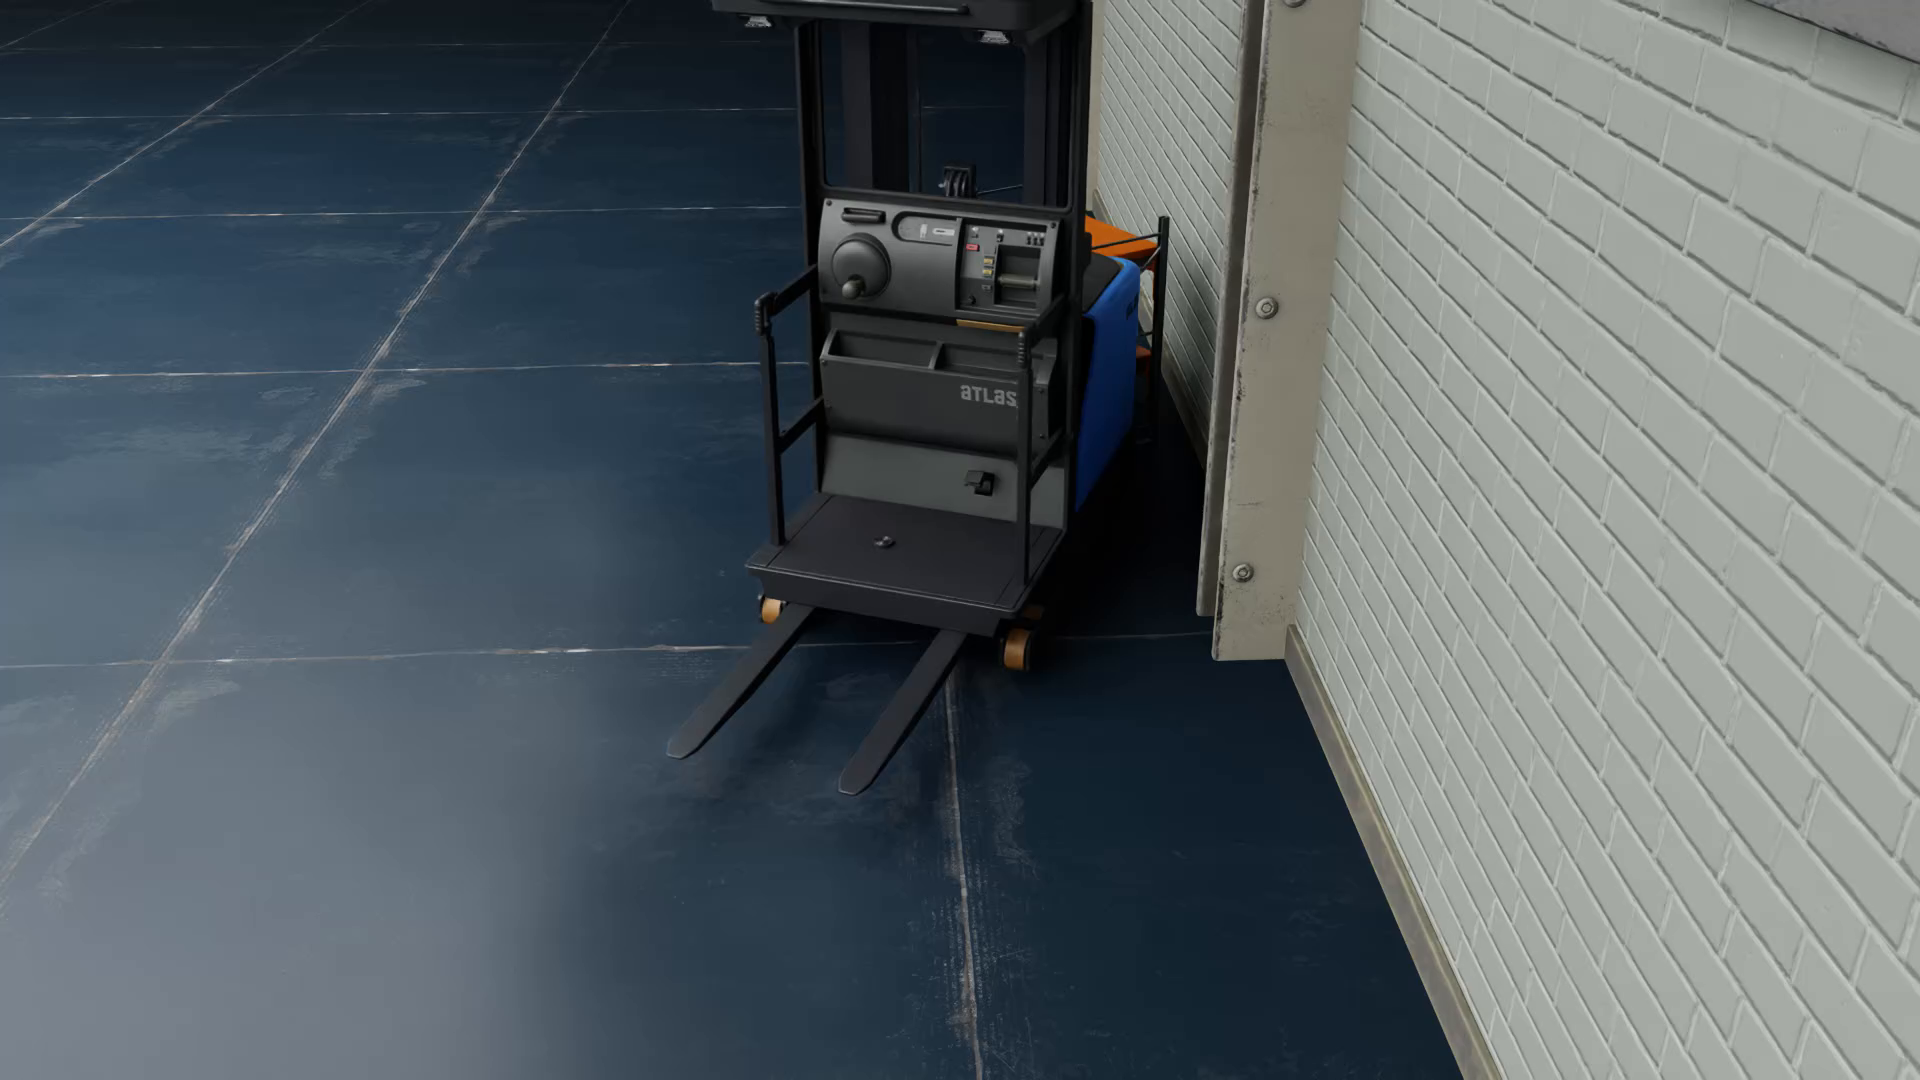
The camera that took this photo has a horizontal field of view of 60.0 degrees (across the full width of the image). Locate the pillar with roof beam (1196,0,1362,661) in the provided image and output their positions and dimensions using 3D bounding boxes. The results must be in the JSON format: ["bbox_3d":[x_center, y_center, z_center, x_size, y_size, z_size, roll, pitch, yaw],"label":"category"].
[{"bbox_3d":[-3.183,-3.520,4.267,9.100,9.000,0.400,-1,28,-3],"label":"pillar with roof beam"}]

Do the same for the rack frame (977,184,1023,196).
[{"bbox_3d":[0.195,-1.329,8.582,0.500,1.125,0.032,-17,32,-29],"label":"rack frame"}]

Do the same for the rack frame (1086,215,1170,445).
[{"bbox_3d":[0.752,-0.936,7.828,0.500,1.125,0.032,-17,32,-29],"label":"rack frame"}]

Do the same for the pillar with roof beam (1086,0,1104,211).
[{"bbox_3d":[-3.497,-6.291,9.580,9.100,9.000,0.400,-1,28,-3],"label":"pillar with roof beam"}]

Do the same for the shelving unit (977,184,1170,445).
[{"bbox_3d":[0.474,-1.132,8.205,0.538,1.125,1.048,-17,32,-29],"label":"shelving unit"}]

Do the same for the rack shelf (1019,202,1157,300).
[{"bbox_3d":[0.474,-1.392,8.069,0.538,0.278,1.000,-17,32,-29],"label":"rack shelf"}]

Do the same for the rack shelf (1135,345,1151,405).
[{"bbox_3d":[0.474,-0.916,8.318,0.538,0.278,1.000,-17,32,-29],"label":"rack shelf"}]

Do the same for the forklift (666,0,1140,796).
[{"bbox_3d":[-0.153,-1.012,6.022,1.130,2.935,3.031,9,29,17],"label":"forklift"}]
